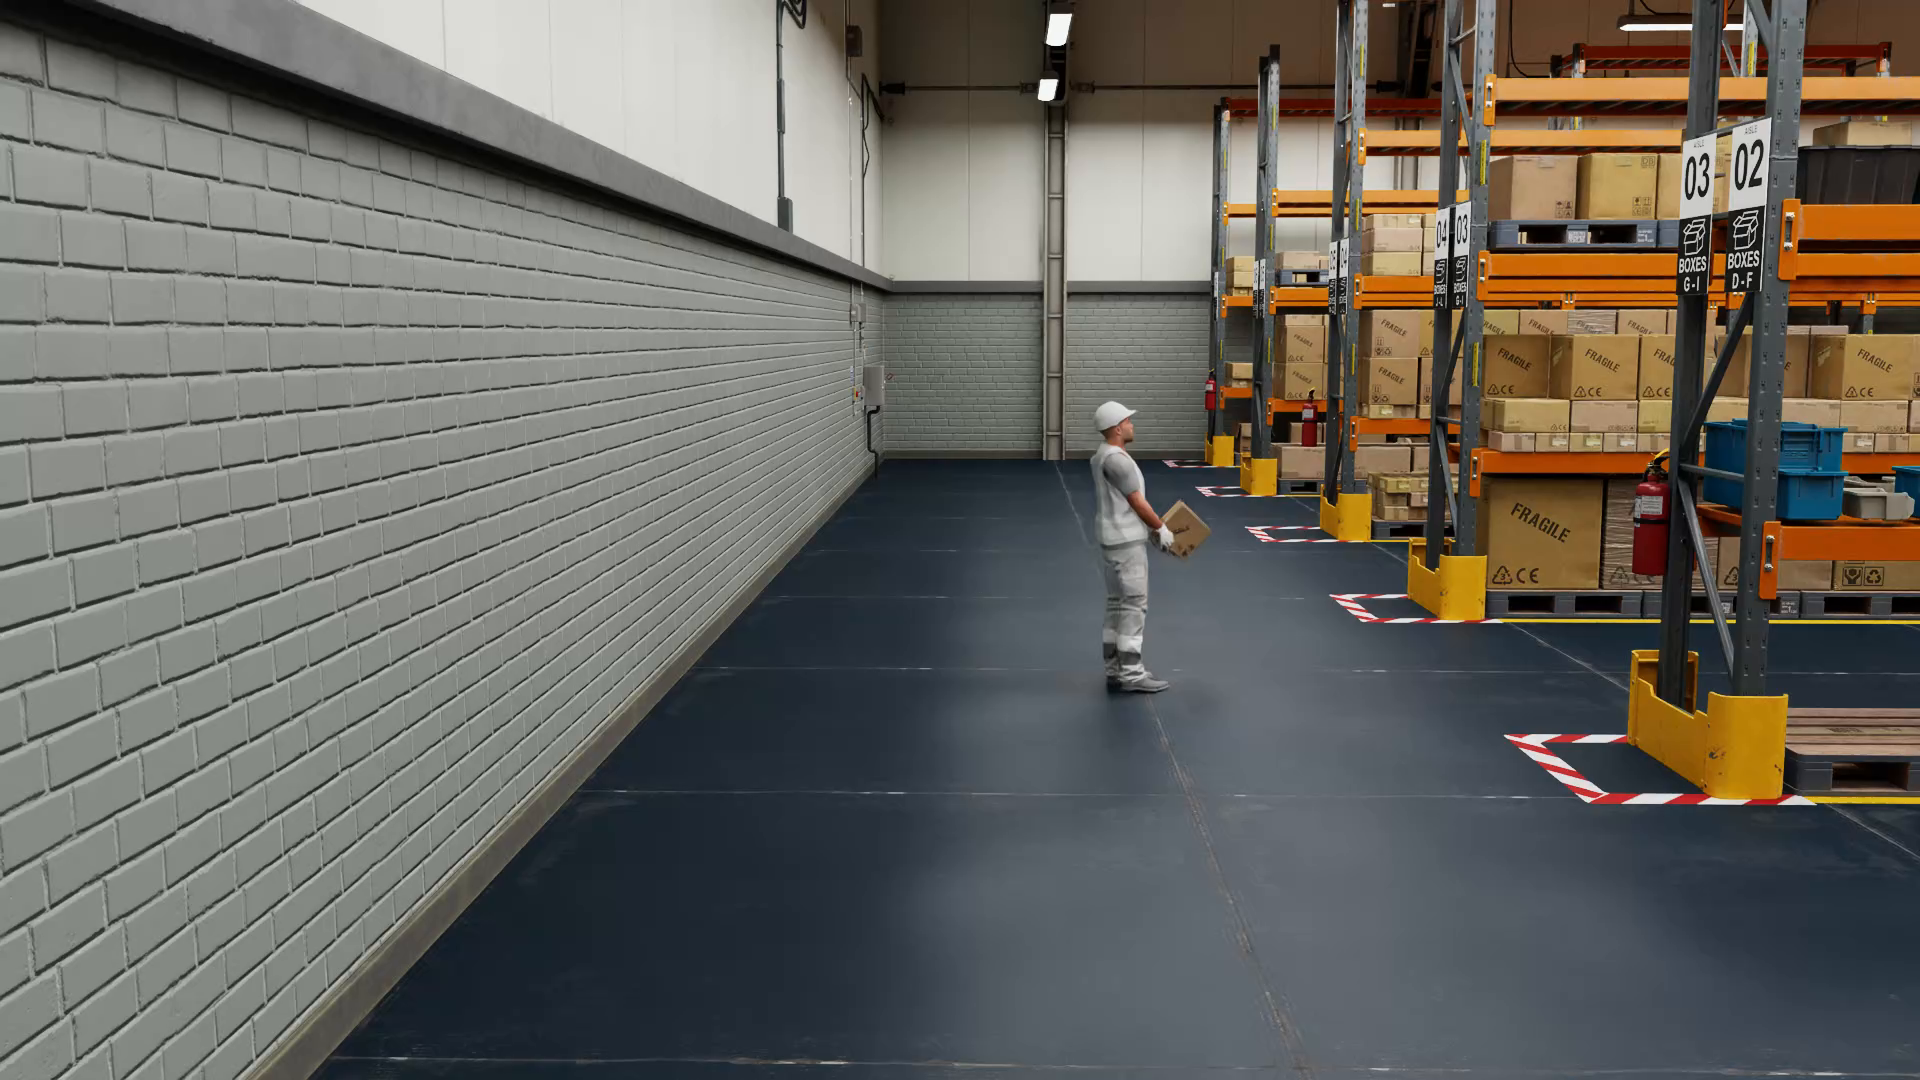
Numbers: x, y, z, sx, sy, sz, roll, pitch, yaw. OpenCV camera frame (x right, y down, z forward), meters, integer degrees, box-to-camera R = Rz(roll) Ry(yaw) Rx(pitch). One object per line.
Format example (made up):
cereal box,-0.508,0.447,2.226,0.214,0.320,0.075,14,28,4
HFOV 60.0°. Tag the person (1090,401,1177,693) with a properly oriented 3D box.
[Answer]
person,1.096,0.031,10.401,0.546,1.793,0.527,-1,7,-7
